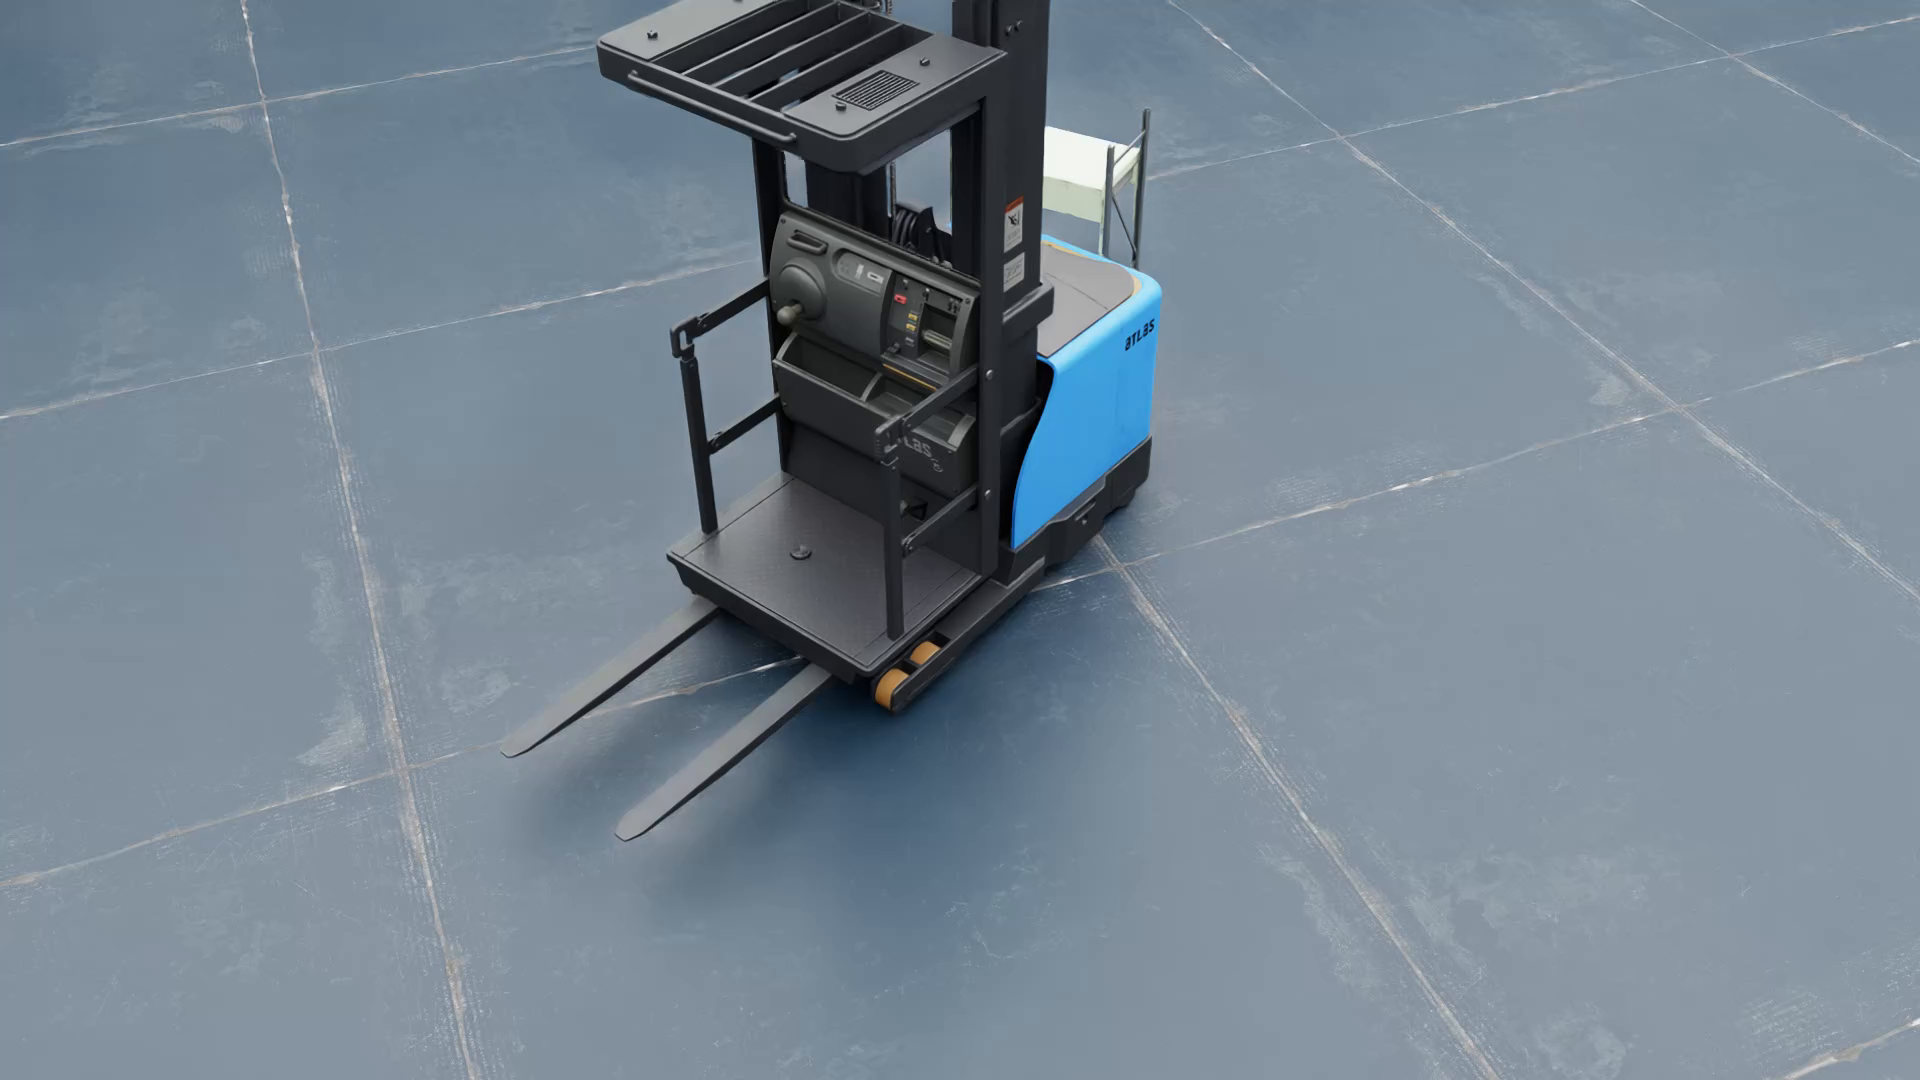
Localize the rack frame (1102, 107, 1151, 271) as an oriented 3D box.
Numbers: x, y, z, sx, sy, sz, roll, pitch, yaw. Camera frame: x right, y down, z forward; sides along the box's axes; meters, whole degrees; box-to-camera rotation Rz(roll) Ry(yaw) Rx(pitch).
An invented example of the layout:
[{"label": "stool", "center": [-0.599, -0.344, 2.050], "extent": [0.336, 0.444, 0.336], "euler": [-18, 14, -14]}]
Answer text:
[{"label": "rack frame", "center": [0.712, -1.161, 7.447], "extent": [0.023, 1.500, 0.400], "euler": [20, 45, 21]}]

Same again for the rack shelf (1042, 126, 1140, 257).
[{"label": "rack shelf", "center": [0.388, -1.569, 7.323], "extent": [0.720, 0.370, 0.431], "euler": [20, 45, 21]}]

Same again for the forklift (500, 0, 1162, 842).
[{"label": "forklift", "center": [-0.463, -0.814, 5.949], "extent": [1.130, 2.935, 3.031], "euler": [28, 48, 28]}]

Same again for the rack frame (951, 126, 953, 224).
[{"label": "rack frame", "center": [0.068, -1.389, 7.712], "extent": [0.023, 1.500, 0.400], "euler": [20, 45, 21]}]

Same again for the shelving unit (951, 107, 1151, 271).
[{"label": "shelving unit", "center": [0.390, -1.275, 7.579], "extent": [0.755, 1.500, 0.431], "euler": [20, 45, 21]}]
